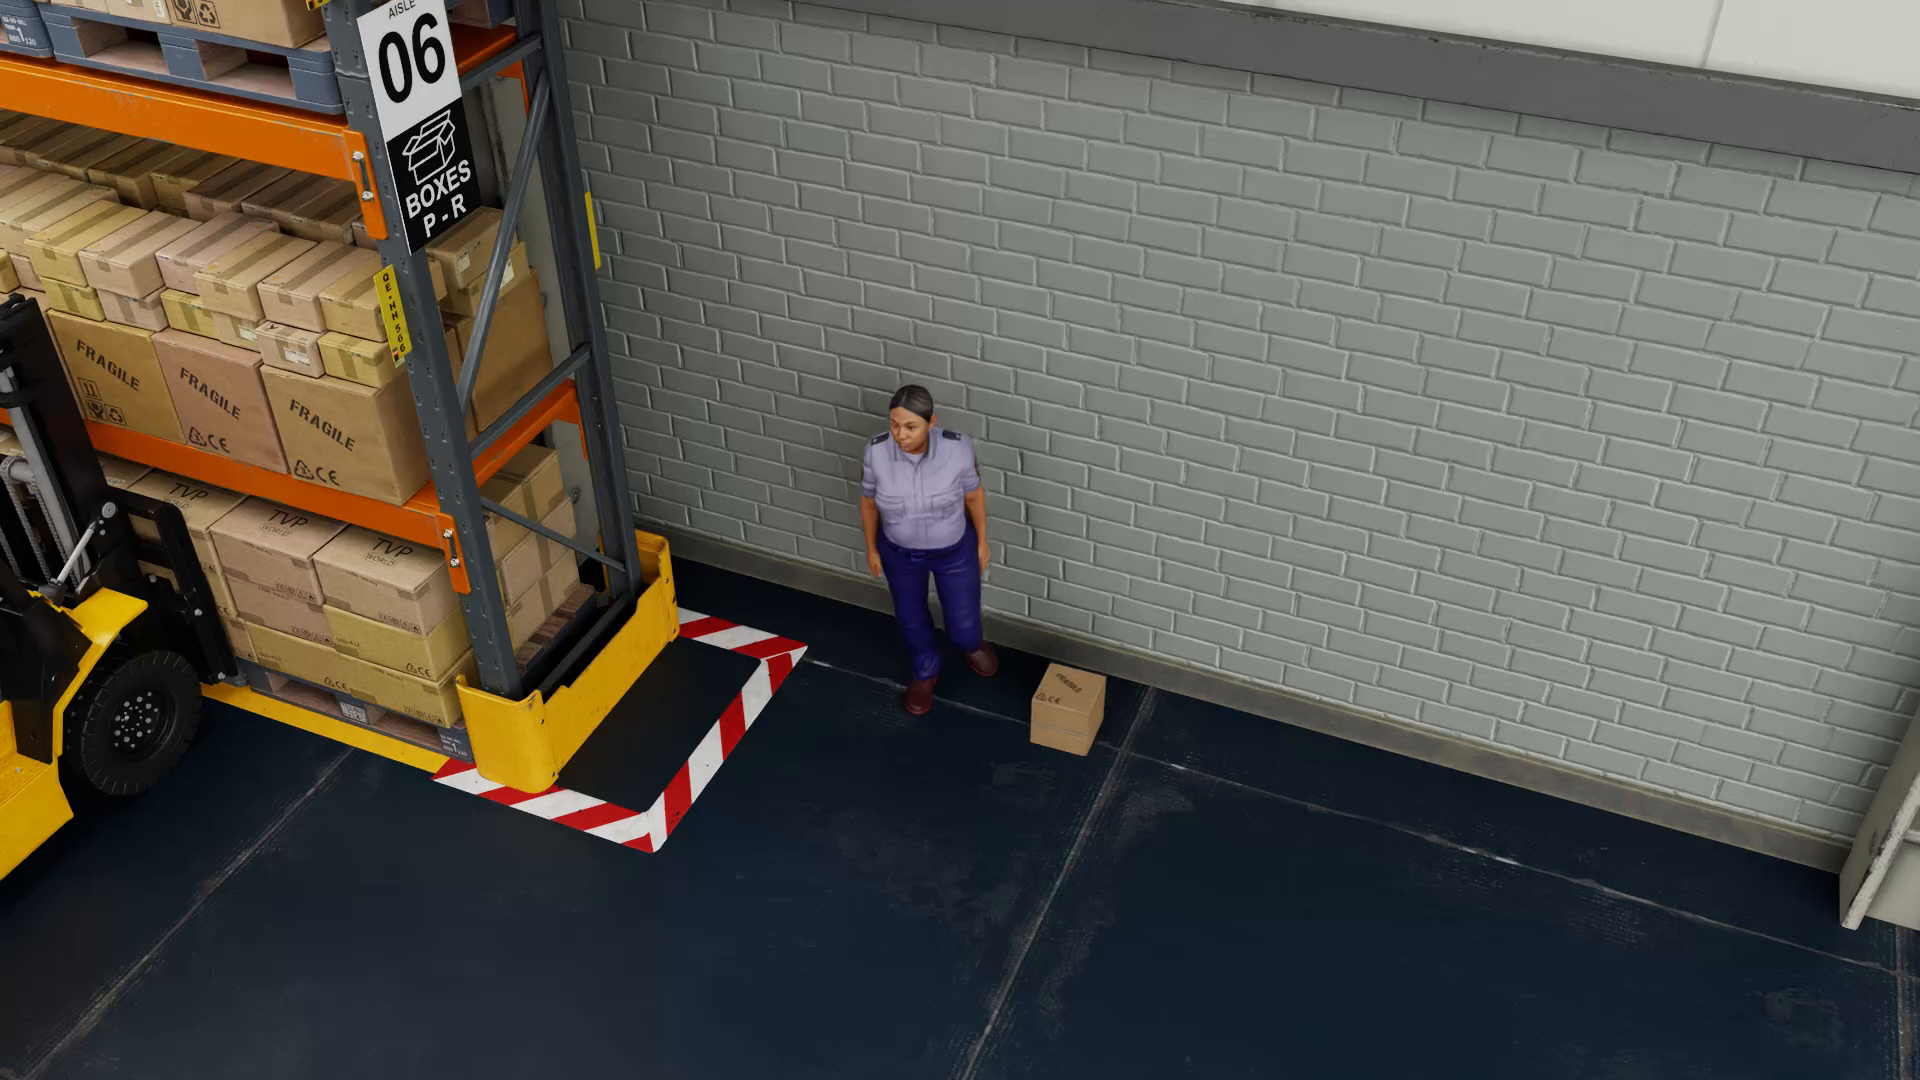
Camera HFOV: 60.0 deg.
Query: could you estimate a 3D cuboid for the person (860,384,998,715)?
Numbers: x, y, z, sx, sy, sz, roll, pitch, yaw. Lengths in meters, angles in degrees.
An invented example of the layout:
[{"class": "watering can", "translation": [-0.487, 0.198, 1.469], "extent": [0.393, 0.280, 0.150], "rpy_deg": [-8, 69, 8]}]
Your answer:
[{"class": "person", "translation": [-0.119, 0.019, 6.796], "extent": [0.557, 1.642, 0.485], "rpy_deg": [3, 38, 4]}]
